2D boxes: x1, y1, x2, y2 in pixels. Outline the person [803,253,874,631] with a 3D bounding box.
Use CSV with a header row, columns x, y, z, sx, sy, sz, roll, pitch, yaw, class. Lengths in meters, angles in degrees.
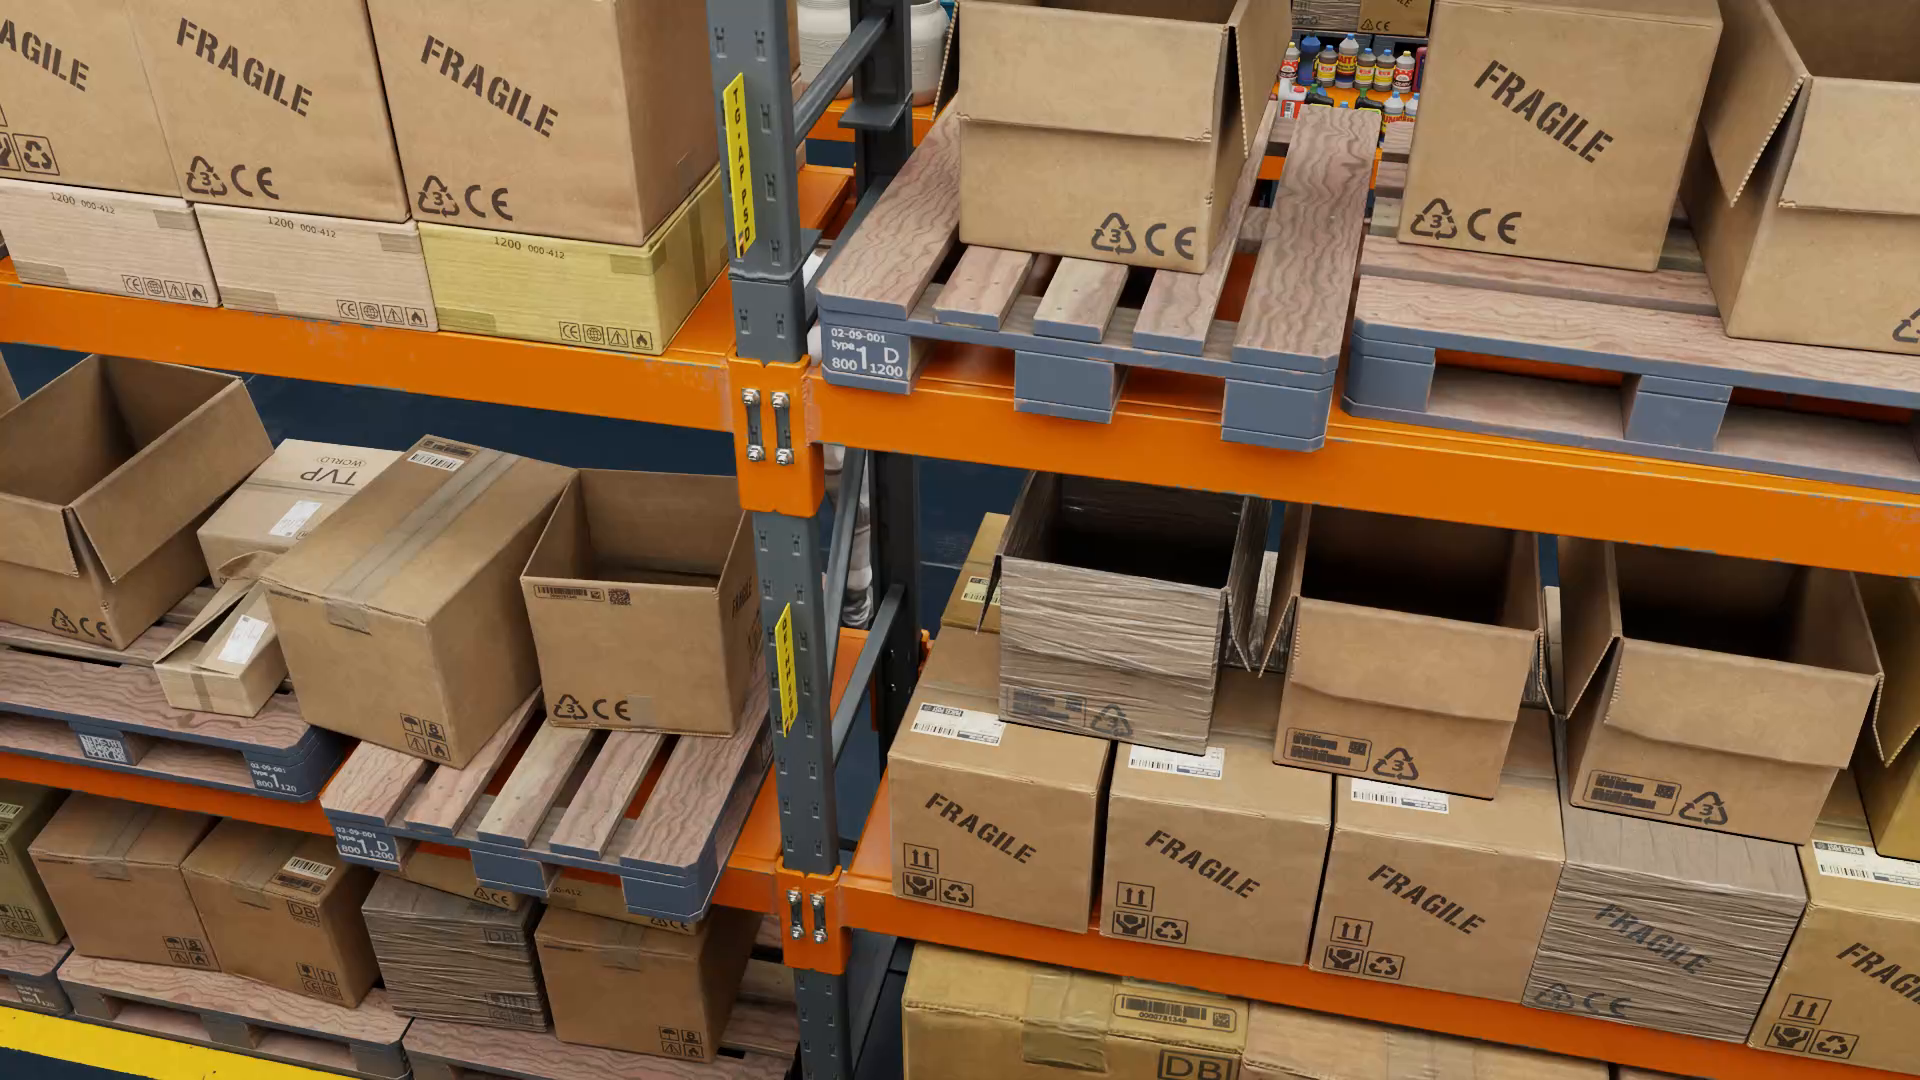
x,y,z,sx,sy,sz,roll,pitch,yaw,class
-0.546,-0.401,6.677,0.500,1.787,0.560,7,37,10,person
